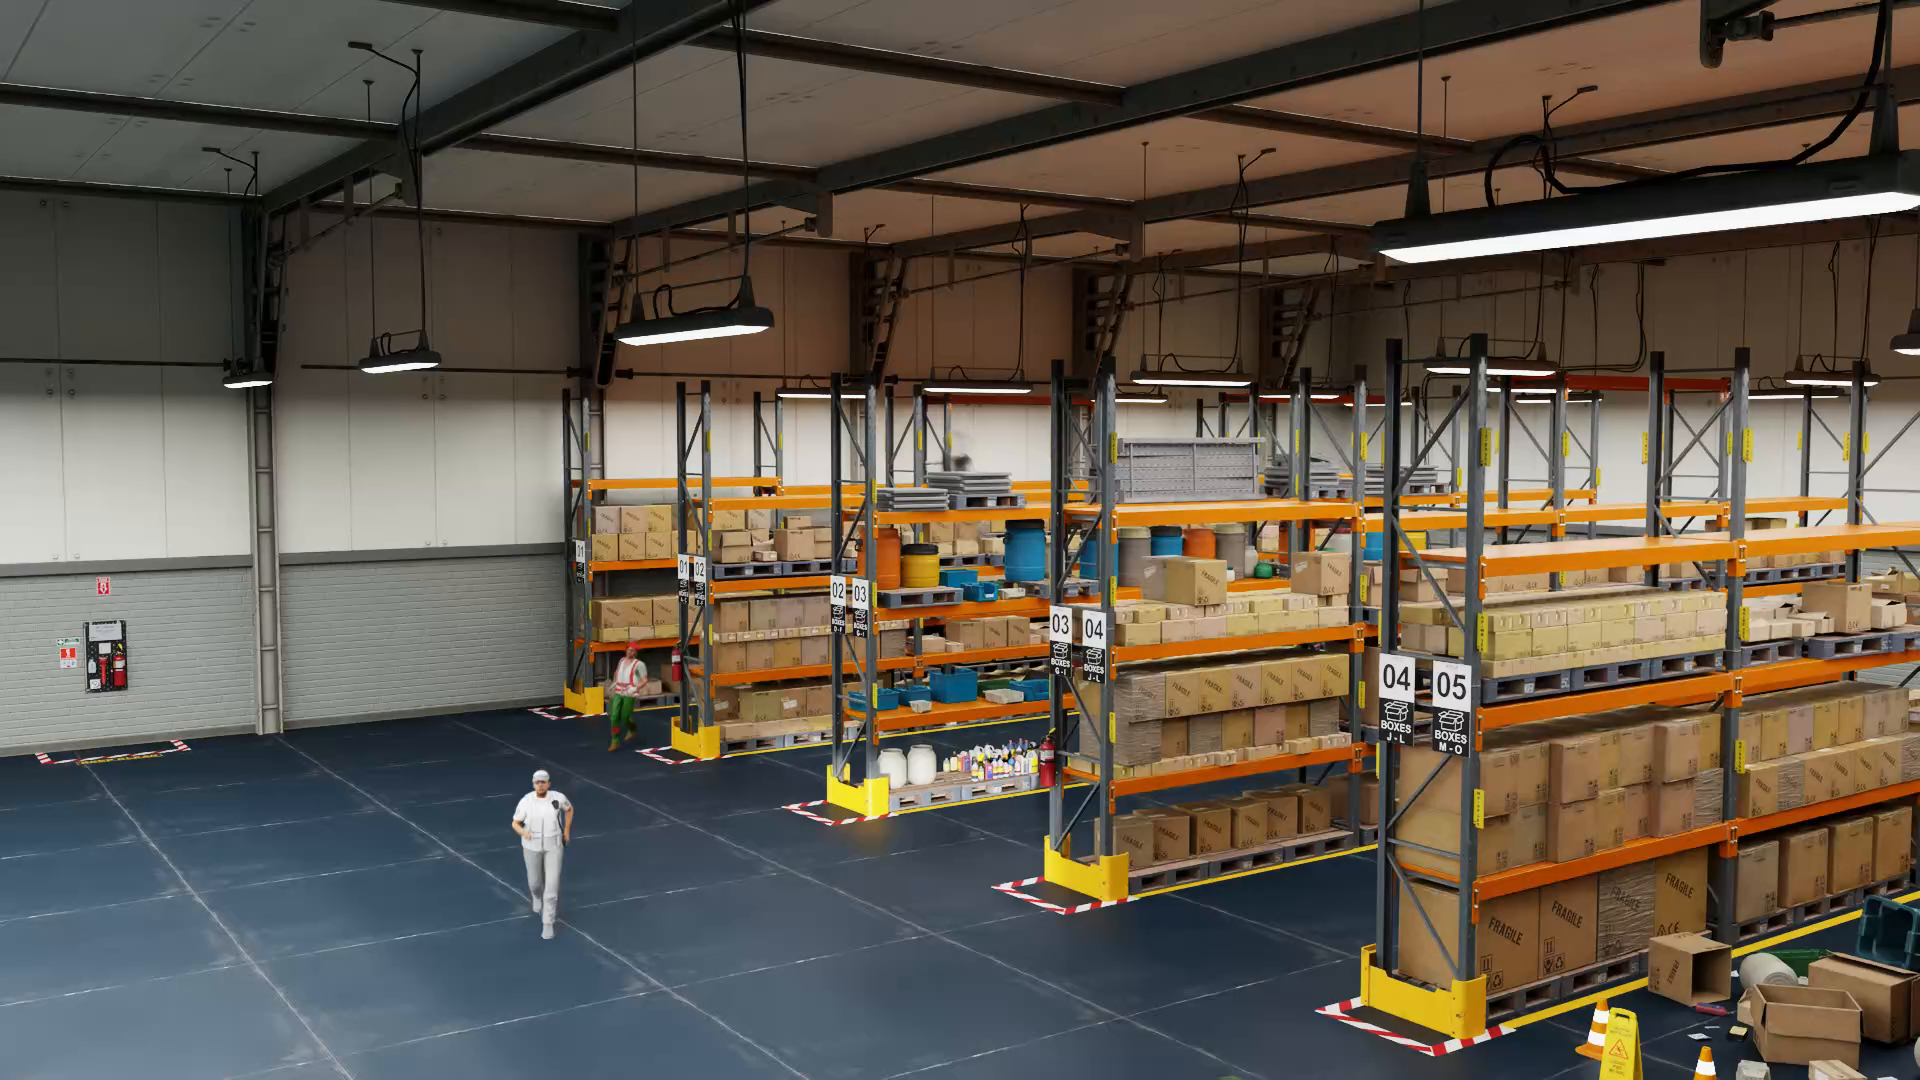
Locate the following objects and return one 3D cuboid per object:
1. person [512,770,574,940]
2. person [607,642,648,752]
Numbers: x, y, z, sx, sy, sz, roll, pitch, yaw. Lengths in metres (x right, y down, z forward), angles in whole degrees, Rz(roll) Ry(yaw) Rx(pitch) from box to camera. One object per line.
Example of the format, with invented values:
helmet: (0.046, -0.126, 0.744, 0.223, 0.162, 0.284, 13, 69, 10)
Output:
person: (-4.347, 3.226, 17.353, 0.619, 1.676, 0.931, -1, 4, -12)
person: (-5.458, 2.549, 27.237, 0.722, 1.763, 0.781, 2, 4, 23)
